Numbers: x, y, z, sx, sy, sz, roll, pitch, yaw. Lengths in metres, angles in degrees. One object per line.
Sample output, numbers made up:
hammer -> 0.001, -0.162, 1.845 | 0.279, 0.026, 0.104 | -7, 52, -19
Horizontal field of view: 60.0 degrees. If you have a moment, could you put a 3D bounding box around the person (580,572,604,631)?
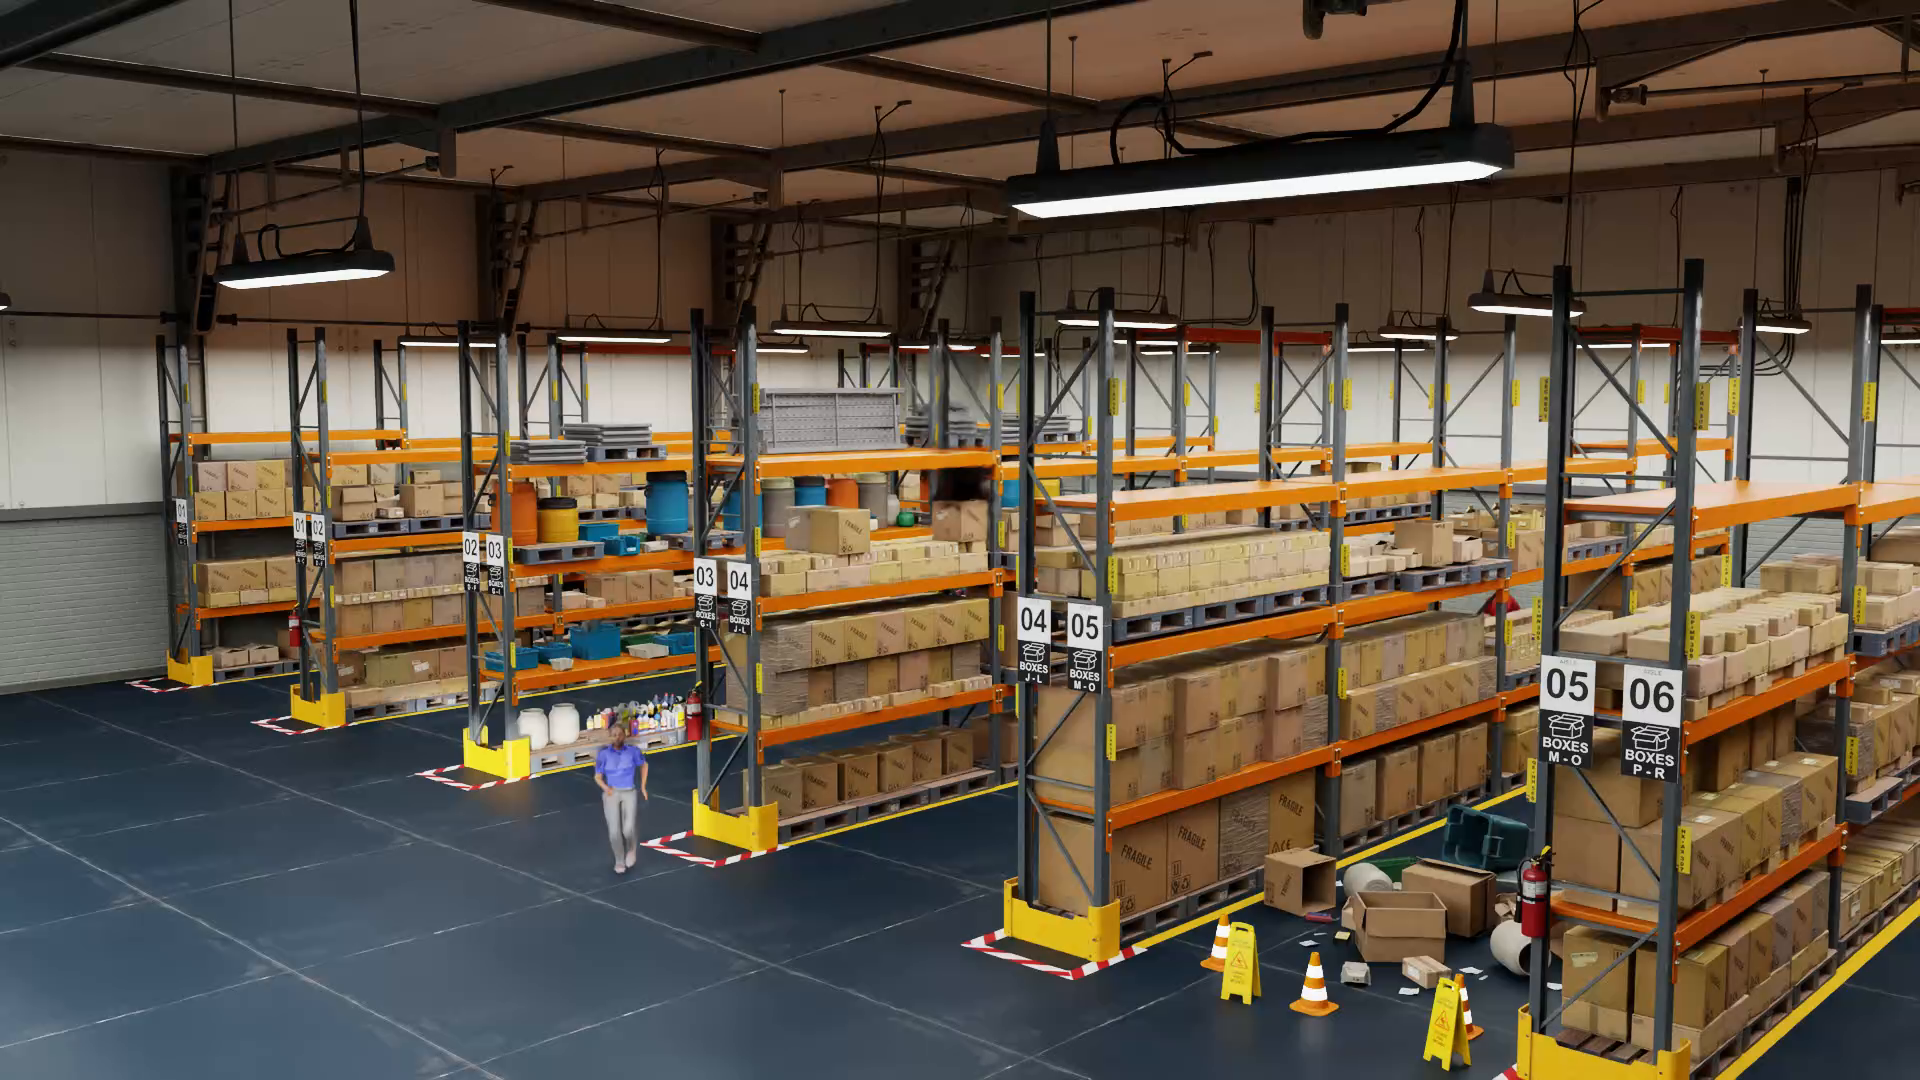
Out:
person -> -6.868, 1.429, 30.921 | 0.561, 1.667, 0.573 | 5, 7, 40

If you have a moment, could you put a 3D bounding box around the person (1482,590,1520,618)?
person -> 9.554, 1.576, 29.349 | 0.654, 1.648, 0.615 | 1, 6, 15

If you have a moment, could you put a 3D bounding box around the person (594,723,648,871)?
person -> -3.554, 2.720, 17.460 | 0.551, 1.610, 0.664 | -1, 5, -9
